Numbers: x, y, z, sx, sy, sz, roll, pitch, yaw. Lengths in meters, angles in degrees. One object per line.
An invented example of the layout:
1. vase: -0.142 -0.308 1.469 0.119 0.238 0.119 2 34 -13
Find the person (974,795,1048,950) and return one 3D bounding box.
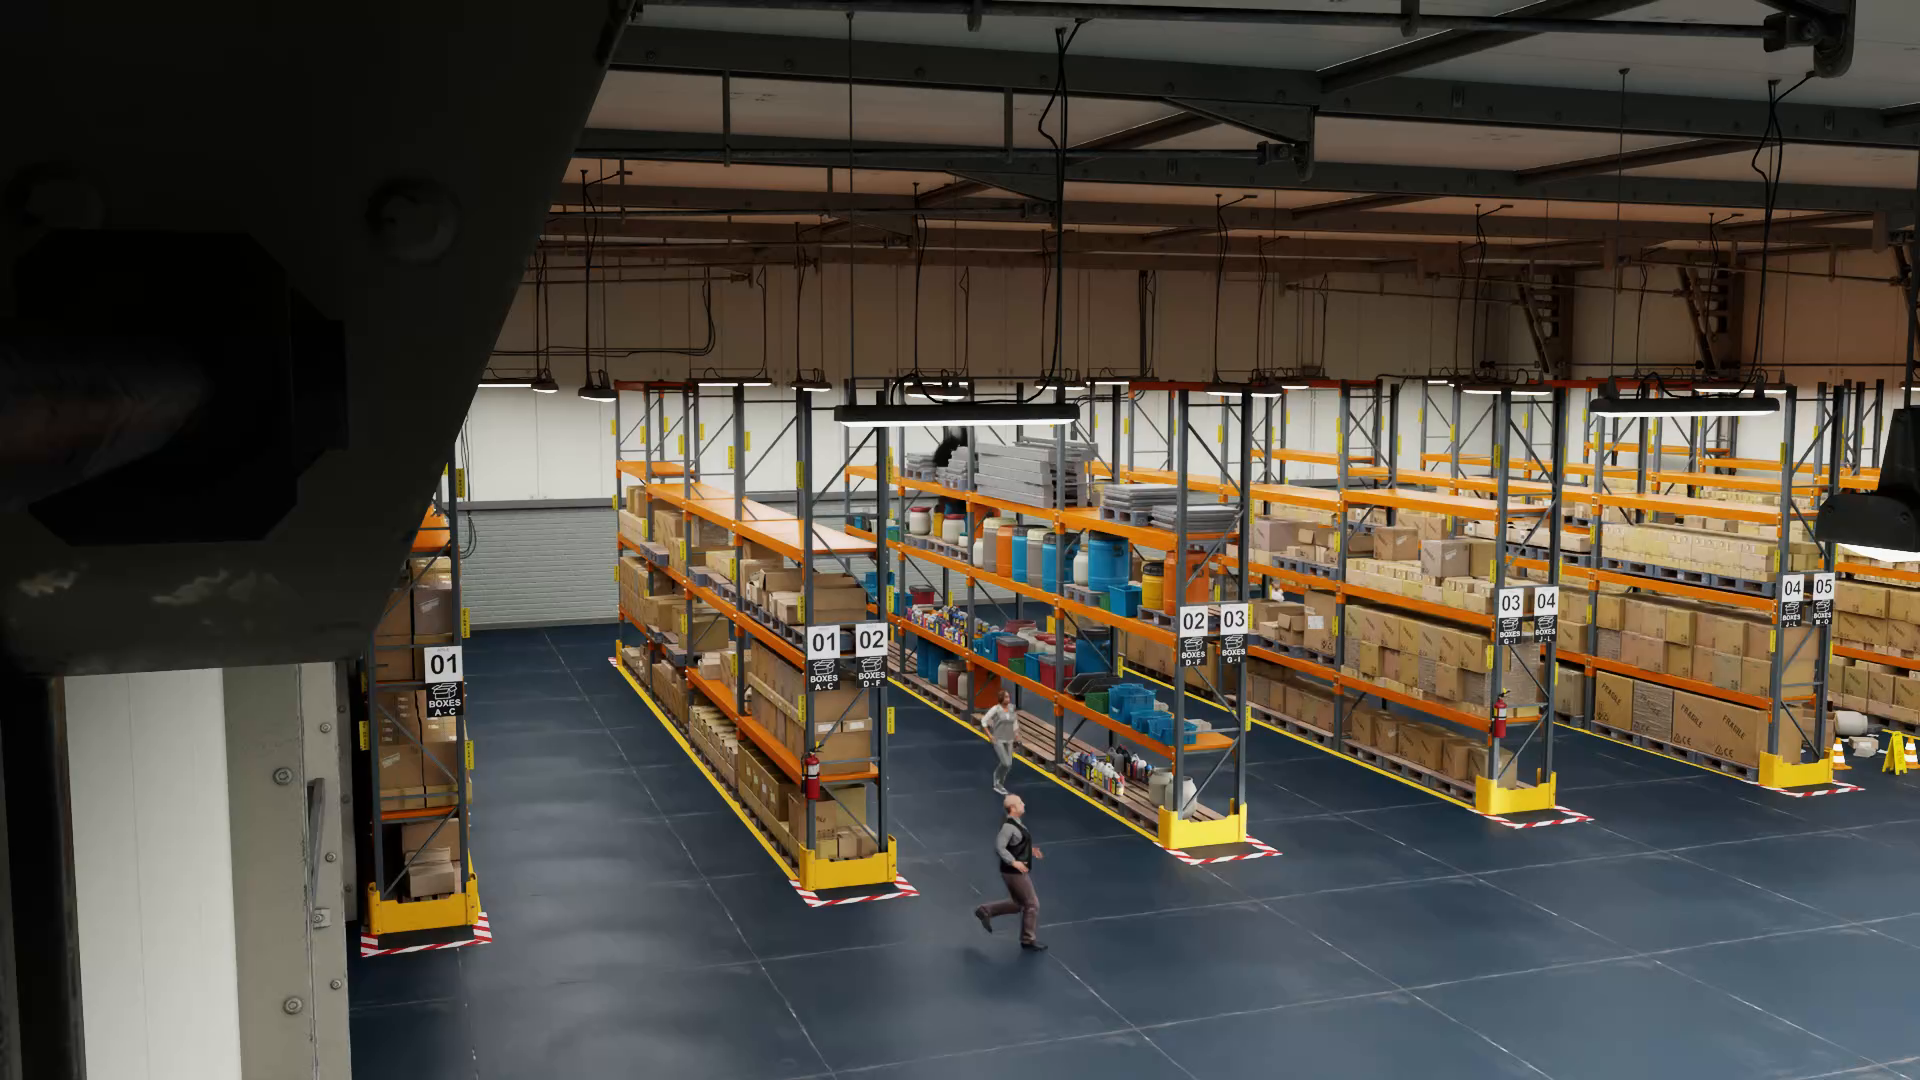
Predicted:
1. person: 0.554 3.599 18.016 0.810 1.711 0.662 0 6 3

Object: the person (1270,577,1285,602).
1. person: 6.933 1.651 36.666 0.627 1.698 0.761 -2 6 -21

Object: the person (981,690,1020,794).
1. person: 0.642 2.979 24.431 0.548 1.561 0.505 -4 7 -31
